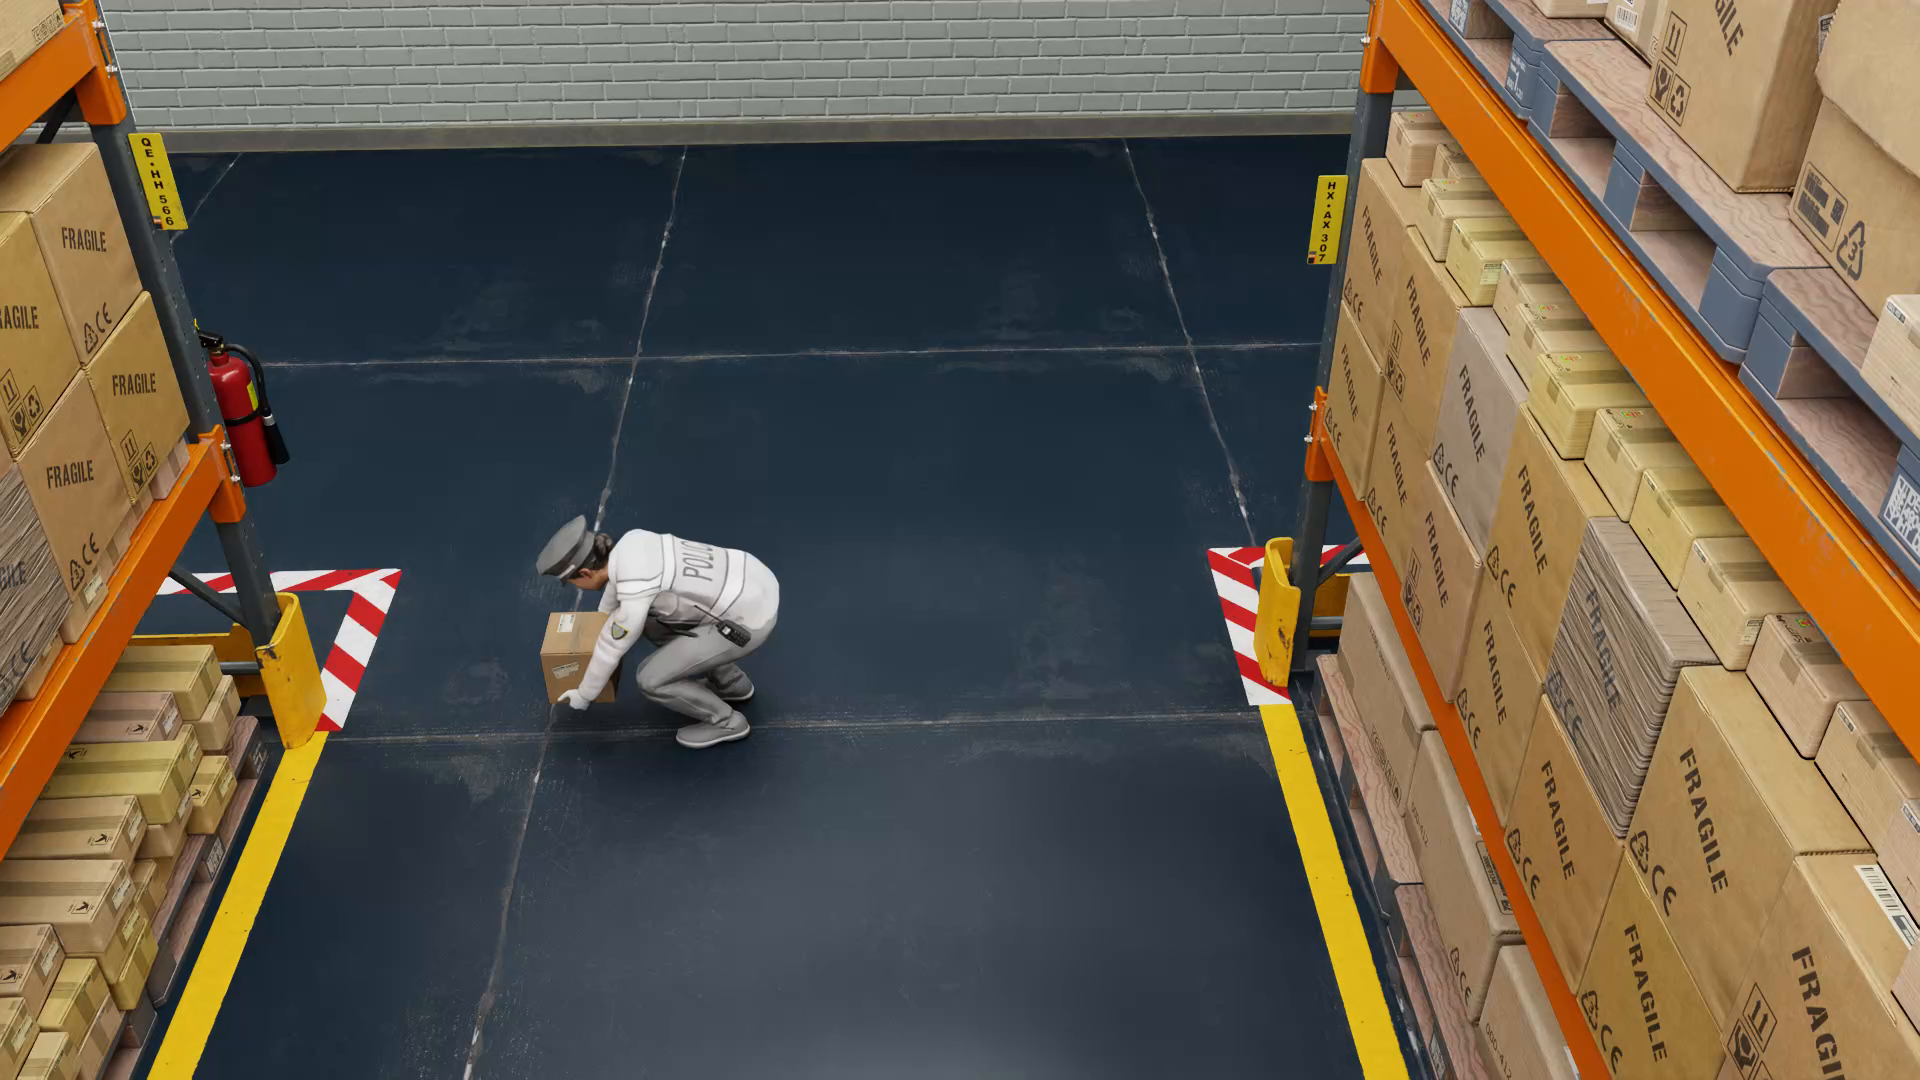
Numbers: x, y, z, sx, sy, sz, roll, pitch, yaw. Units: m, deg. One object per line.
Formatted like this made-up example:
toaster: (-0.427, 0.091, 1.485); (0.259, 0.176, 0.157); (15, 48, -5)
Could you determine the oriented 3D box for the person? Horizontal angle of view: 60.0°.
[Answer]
person: (-1.116, 0.315, 6.305); (0.869, 0.978, 0.459); (-2, 36, -3)
